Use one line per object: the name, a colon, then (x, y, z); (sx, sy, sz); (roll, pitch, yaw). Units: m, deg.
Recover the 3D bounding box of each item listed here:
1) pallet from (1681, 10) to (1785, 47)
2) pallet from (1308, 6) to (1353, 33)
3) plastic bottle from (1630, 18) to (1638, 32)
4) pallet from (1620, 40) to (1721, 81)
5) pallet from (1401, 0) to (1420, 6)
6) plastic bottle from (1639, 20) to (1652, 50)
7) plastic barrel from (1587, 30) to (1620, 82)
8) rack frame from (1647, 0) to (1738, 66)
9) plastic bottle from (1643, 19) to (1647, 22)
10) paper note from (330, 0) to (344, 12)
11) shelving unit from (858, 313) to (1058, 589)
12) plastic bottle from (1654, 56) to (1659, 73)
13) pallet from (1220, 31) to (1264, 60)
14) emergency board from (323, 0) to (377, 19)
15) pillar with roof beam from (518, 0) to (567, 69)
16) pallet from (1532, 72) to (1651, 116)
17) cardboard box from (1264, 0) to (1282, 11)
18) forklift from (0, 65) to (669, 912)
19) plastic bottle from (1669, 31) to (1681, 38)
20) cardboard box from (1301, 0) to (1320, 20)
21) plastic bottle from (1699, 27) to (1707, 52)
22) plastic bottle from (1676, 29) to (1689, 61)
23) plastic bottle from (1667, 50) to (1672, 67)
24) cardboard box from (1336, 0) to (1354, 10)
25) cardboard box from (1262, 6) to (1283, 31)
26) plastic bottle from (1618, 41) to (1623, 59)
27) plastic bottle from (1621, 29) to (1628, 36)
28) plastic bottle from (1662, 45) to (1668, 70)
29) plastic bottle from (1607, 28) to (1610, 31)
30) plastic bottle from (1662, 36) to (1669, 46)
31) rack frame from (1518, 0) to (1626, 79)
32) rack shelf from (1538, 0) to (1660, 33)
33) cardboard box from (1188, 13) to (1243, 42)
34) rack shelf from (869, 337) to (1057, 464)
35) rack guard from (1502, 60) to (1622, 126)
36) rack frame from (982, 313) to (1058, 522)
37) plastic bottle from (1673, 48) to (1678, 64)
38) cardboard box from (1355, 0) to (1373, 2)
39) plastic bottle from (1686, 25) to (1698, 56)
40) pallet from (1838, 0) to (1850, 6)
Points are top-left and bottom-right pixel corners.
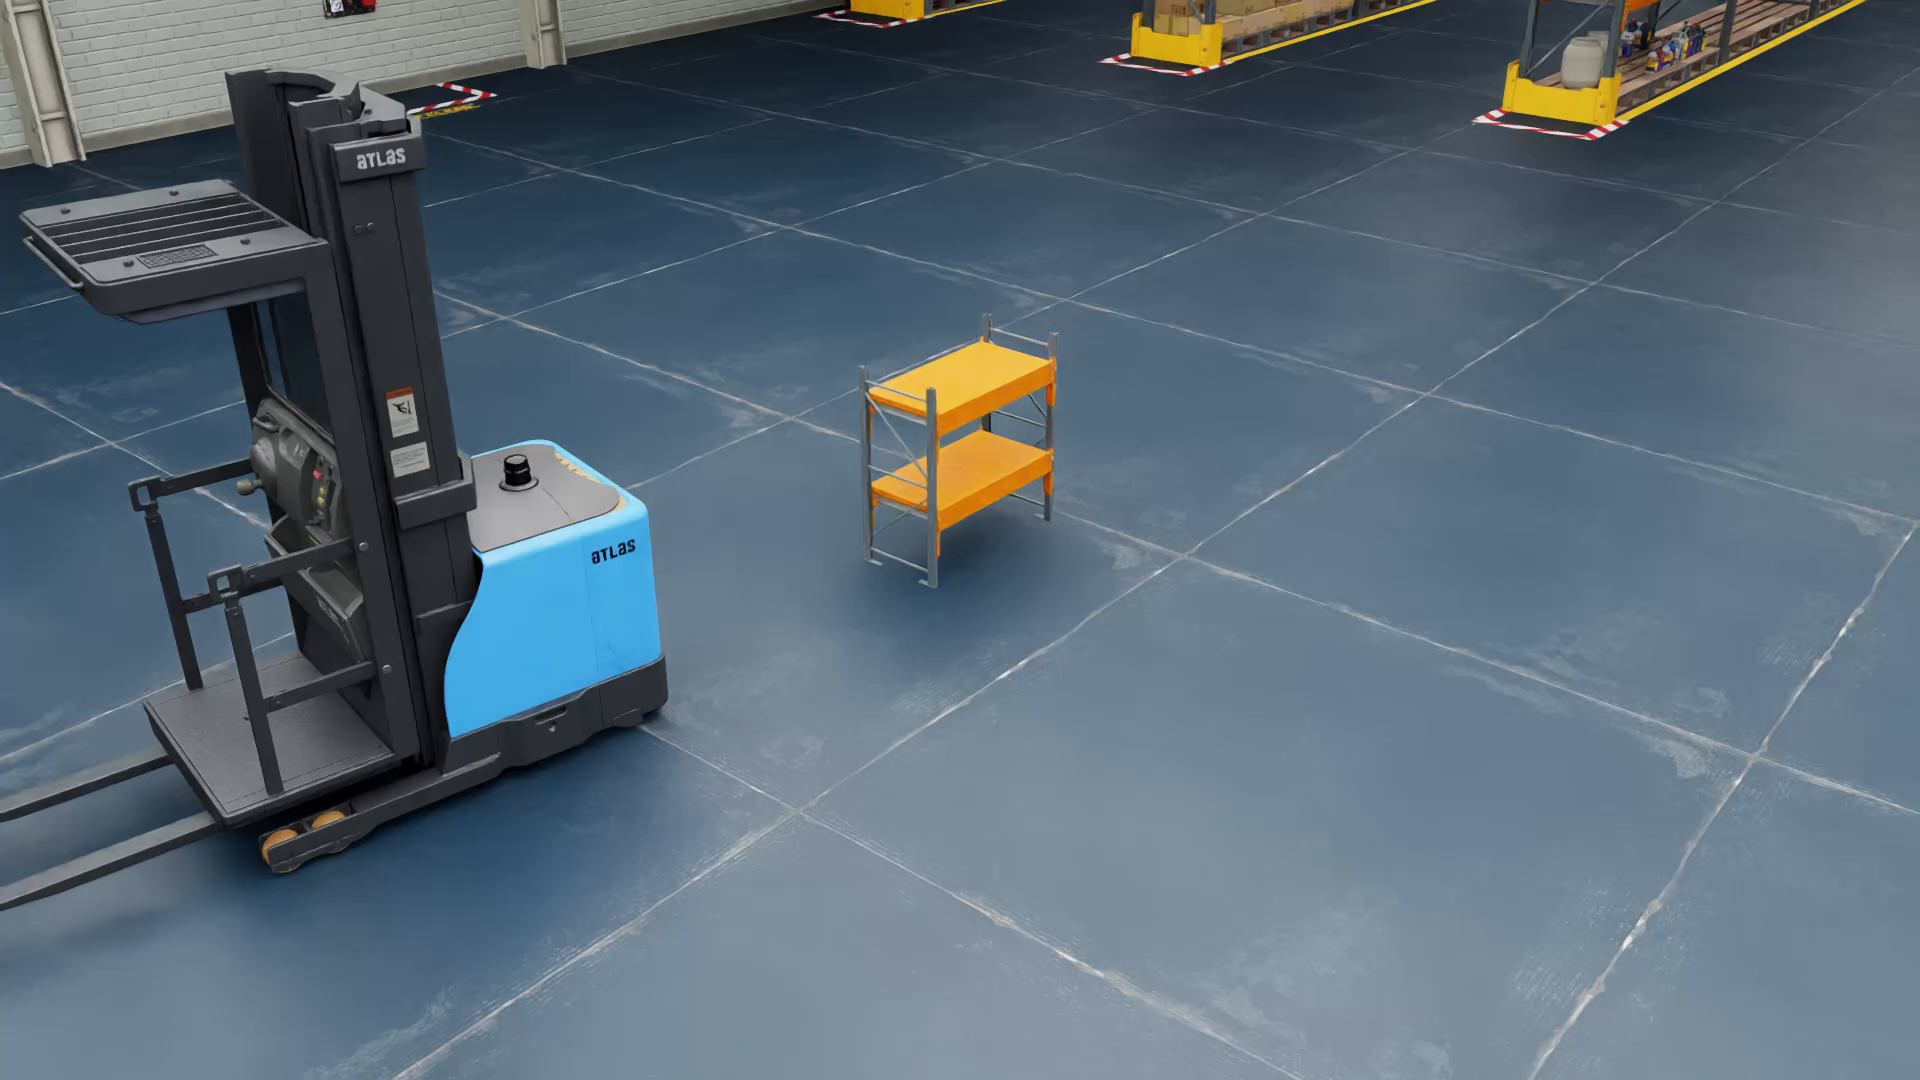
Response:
pallet: (10.338, -6.864, 22.289); (1.003, 0.211, 1.213); (21, 34, 34)
pallet: (4.735, -7.319, 23.168); (1.003, 0.211, 1.213); (21, 34, 34)
plastic bottle: (8.259, -6.232, 20.437); (0.144, 0.351, 0.185); (22, 34, 36)
pallet: (8.634, -5.914, 20.452); (1.003, 0.211, 1.213); (21, 34, 34)
pallet: (6.487, -8.296, 25.056); (1.003, 0.211, 1.213); (21, 34, 34)
plastic bottle: (8.371, -6.190, 20.355); (0.144, 0.351, 0.185); (21, 34, 34)
plastic barrel: (7.227, -5.475, 18.819); (0.421, 0.512, 0.421); (0, 27, 0)
rack frame: (9.093, -7.378, 20.248); (1.000, 3.000, 0.127); (21, 34, 34)
plastic bottle: (8.552, -6.377, 20.803); (0.097, 0.271, 0.097); (0, 27, 0)
paper note: (-6.902, -5.930, 18.408); (0.016, 0.148, 0.142); (21, 34, 34)
shelving unit: (0.004, -0.502, 8.996); (0.538, 1.125, 1.048); (21, 34, 34)
plastic bottle: (8.008, -5.501, 19.186); (0.097, 0.201, 0.097); (0, 27, 0)
pallet: (3.183, -6.454, 21.496); (1.003, 0.211, 1.213); (21, 34, 34)
emergency board: (-6.736, -6.364, 18.288); (0.194, 1.169, 0.643); (21, 34, 34)
pillar with roof beam: (-1.813, -8.636, 16.149); (9.100, 9.000, 0.400); (21, 34, 34)
pallet: (7.082, -5.049, 18.780); (1.003, 0.211, 1.213); (21, 34, 34)
cardboard box: (3.866, -7.191, 21.606); (0.500, 0.500, 0.500); (21, 34, 34)
forklift: (-2.806, -0.243, 6.530); (3.031, 2.935, 1.130); (-21, 34, -34)
plastic bottle: (8.653, -6.018, 20.103); (0.152, 0.276, 0.135); (21, 34, 34)
cardboard box: (4.515, -7.208, 22.455); (0.500, 0.250, 0.500); (21, 34, 34)
plastic bottle: (9.042, -6.100, 20.255); (0.061, 0.283, 0.133); (23, 35, 37)
plastic bottle: (8.578, -5.902, 19.798); (0.144, 0.351, 0.185); (21, 34, 34)
plastic bottle: (8.287, -5.657, 19.486); (0.097, 0.201, 0.097); (0, 27, 0)
cardboard box: (5.147, -7.564, 23.143); (0.500, 0.250, 0.500); (21, 34, 34)
cardboard box: (3.875, -6.855, 21.772); (0.500, 0.250, 0.500); (21, 34, 34)
plastic bottle: (7.872, -5.863, 19.885); (0.097, 0.201, 0.097); (0, 27, 0)
plastic bottle: (8.075, -6.067, 20.204); (0.097, 0.271, 0.097); (0, 27, 0)
plastic bottle: (8.160, -5.617, 19.334); (0.097, 0.271, 0.097); (0, 27, 0)
plastic bottle: (7.751, -5.949, 19.889); (0.144, 0.351, 0.185); (22, 35, 36)
plastic bottle: (8.389, -5.847, 19.765); (0.061, 0.283, 0.133); (21, 34, 34)
rack frame: (6.549, -5.960, 17.507); (1.000, 3.000, 0.127); (21, 34, 34)
rack shelf: (7.821, -6.350, 19.043); (1.077, 0.370, 4.000); (21, 34, 34)
cardboard box: (3.242, -6.499, 21.085); (0.500, 0.250, 0.500); (21, 34, 34)
rack shelf: (0.004, -0.762, 8.862); (0.538, 0.278, 1.000); (21, 34, 34)
rack guard: (6.561, -4.891, 18.160); (1.175, 0.500, 0.348); (21, 34, 34)
rack frame: (0.328, -0.682, 9.345); (0.500, 1.125, 0.032); (21, 34, 34)
plastic bottle: (8.418, -5.729, 19.627); (0.097, 0.201, 0.097); (0, 27, 0)
cardboard box: (5.721, -7.863, 23.721); (0.500, 0.250, 0.500); (20, 33, 33)
plastic bottle: (8.784, -6.017, 20.020); (0.144, 0.351, 0.185); (19, 33, 32)
pallet: (12.883, -8.280, 25.026); (1.003, 0.211, 1.213); (21, 34, 34)
